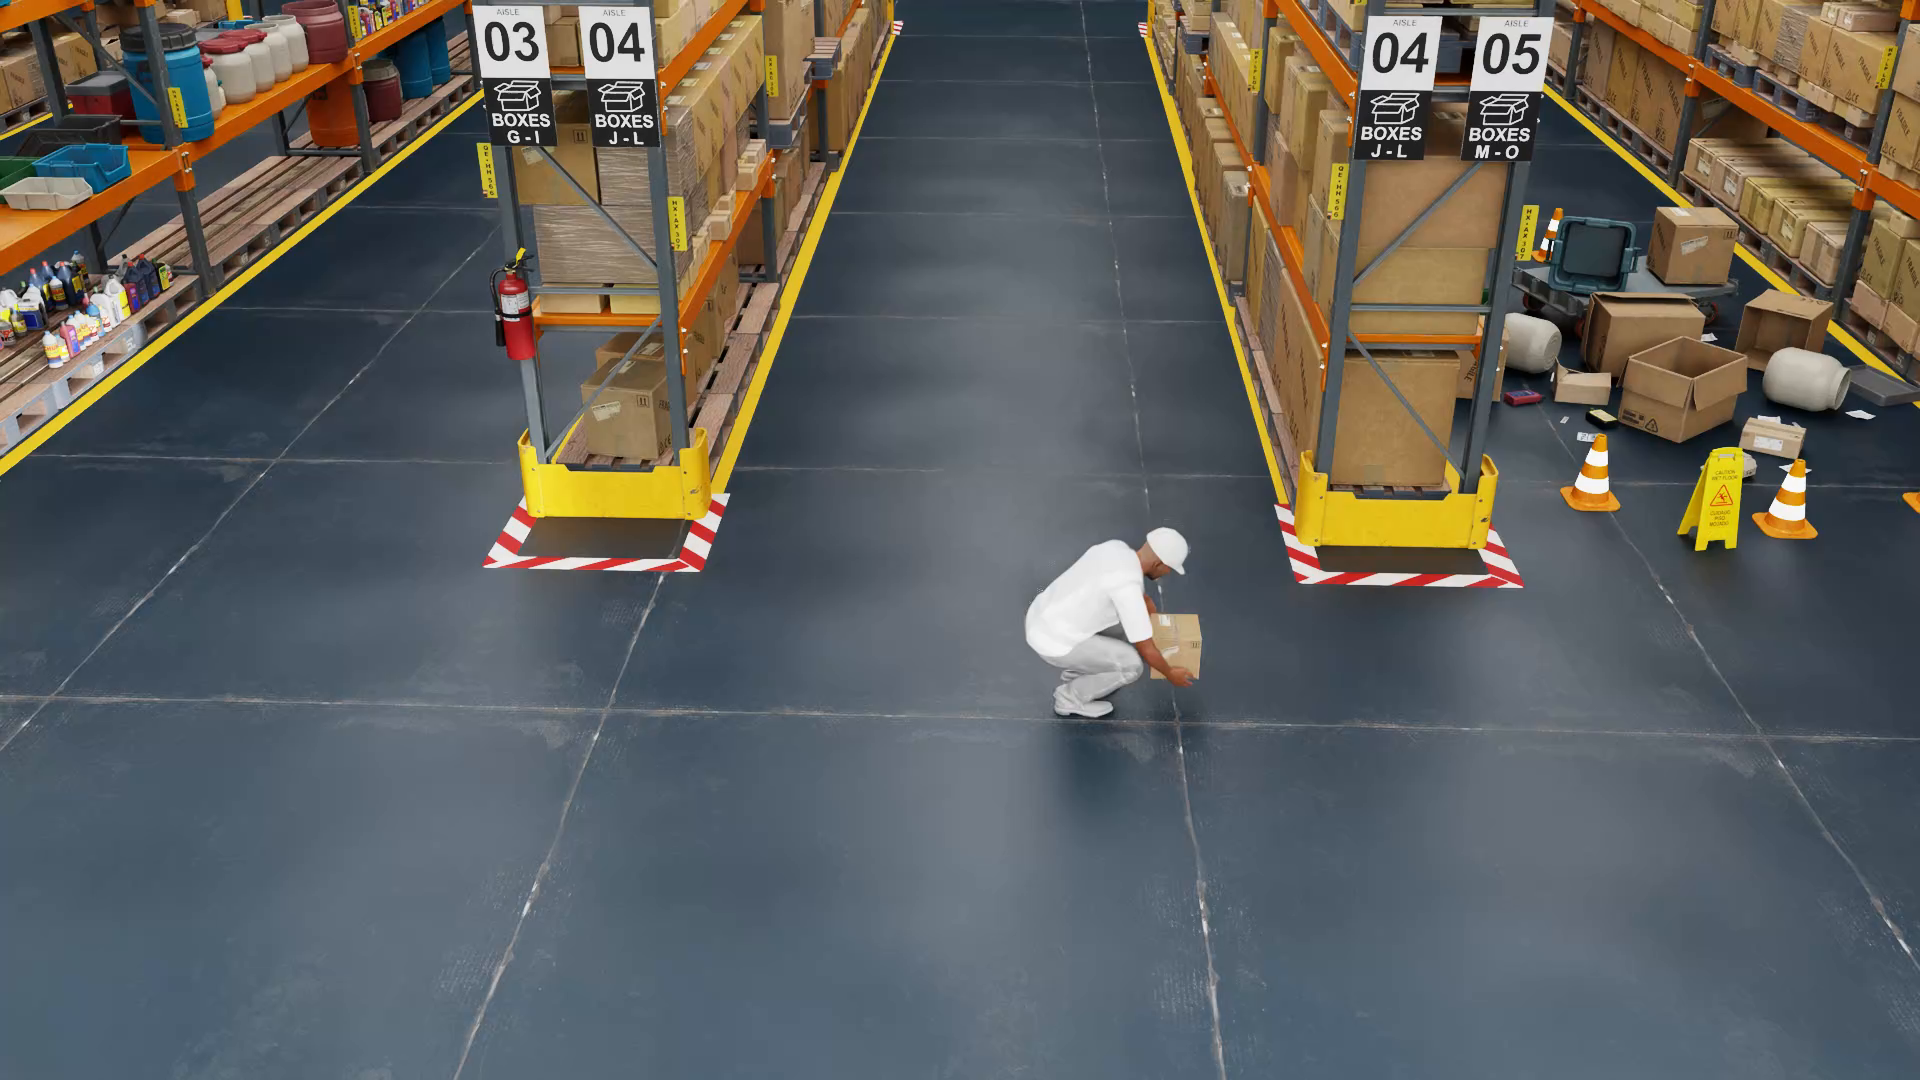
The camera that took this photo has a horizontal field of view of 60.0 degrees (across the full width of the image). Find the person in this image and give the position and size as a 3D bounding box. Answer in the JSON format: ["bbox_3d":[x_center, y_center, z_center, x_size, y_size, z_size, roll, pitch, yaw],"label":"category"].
[{"bbox_3d":[0.788,0.397,8.678,0.888,0.995,0.586,1,28,2],"label":"person"}]
